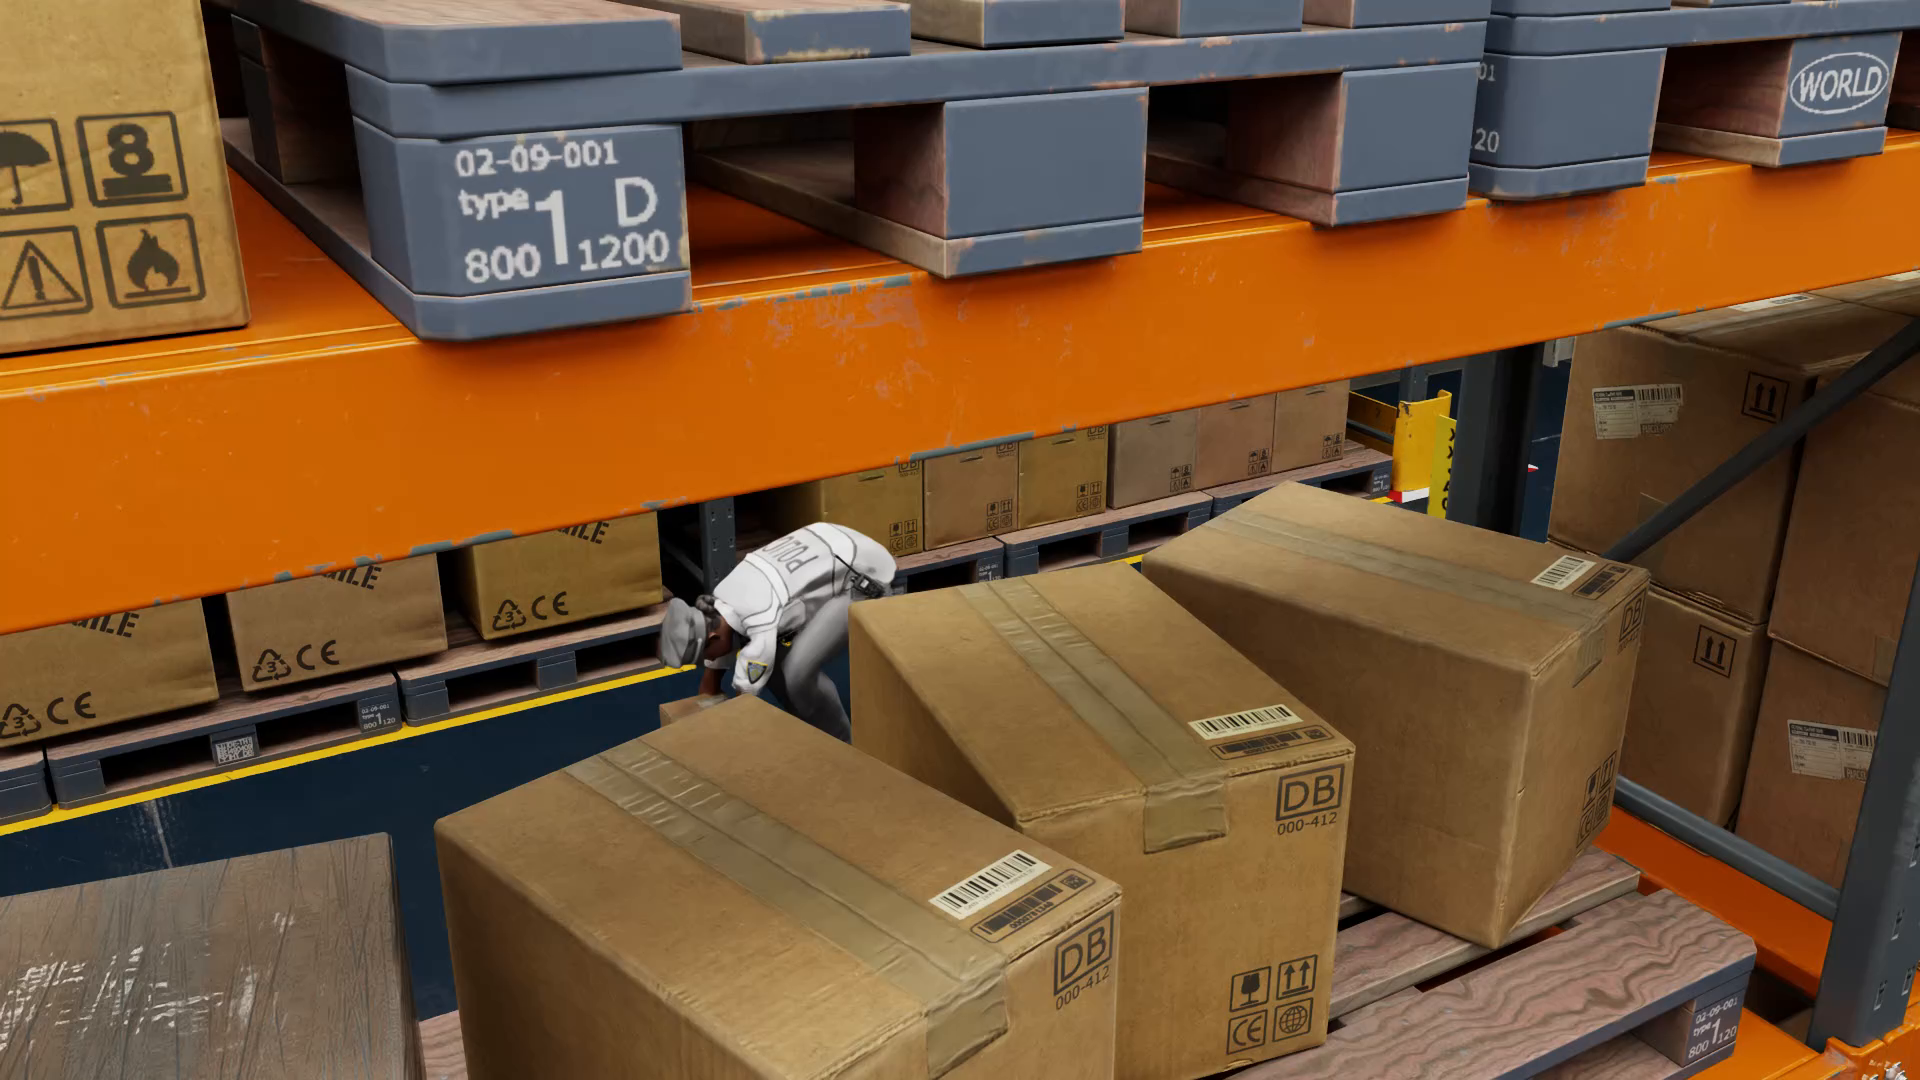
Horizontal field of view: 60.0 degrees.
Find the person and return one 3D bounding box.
[{"bbox_3d":[-0.662,0.417,6.119,0.906,0.868,0.449,-14,26,-31],"label":"person"}]
